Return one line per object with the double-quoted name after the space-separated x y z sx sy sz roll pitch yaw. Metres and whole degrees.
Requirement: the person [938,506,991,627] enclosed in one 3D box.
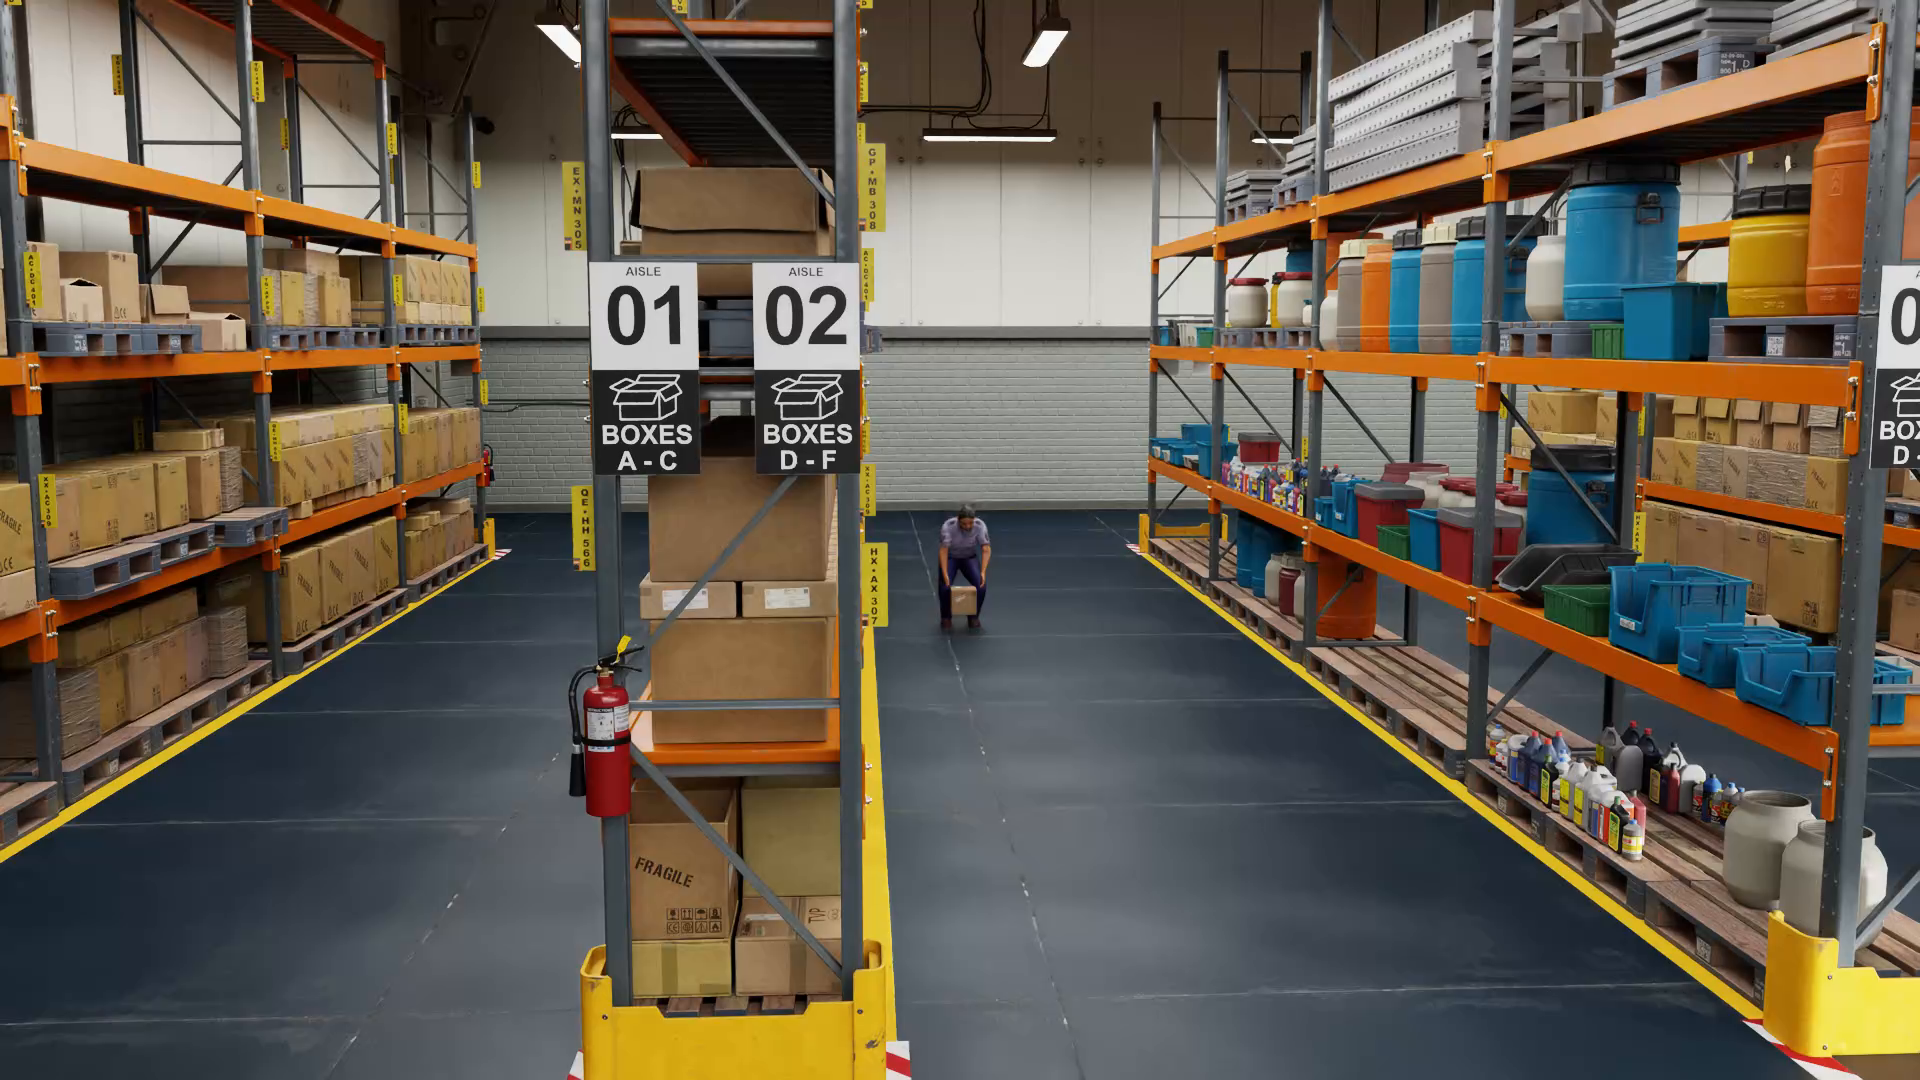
0.038 0.254 16.873 0.538 1.258 0.715 0 7 -4 "person"
